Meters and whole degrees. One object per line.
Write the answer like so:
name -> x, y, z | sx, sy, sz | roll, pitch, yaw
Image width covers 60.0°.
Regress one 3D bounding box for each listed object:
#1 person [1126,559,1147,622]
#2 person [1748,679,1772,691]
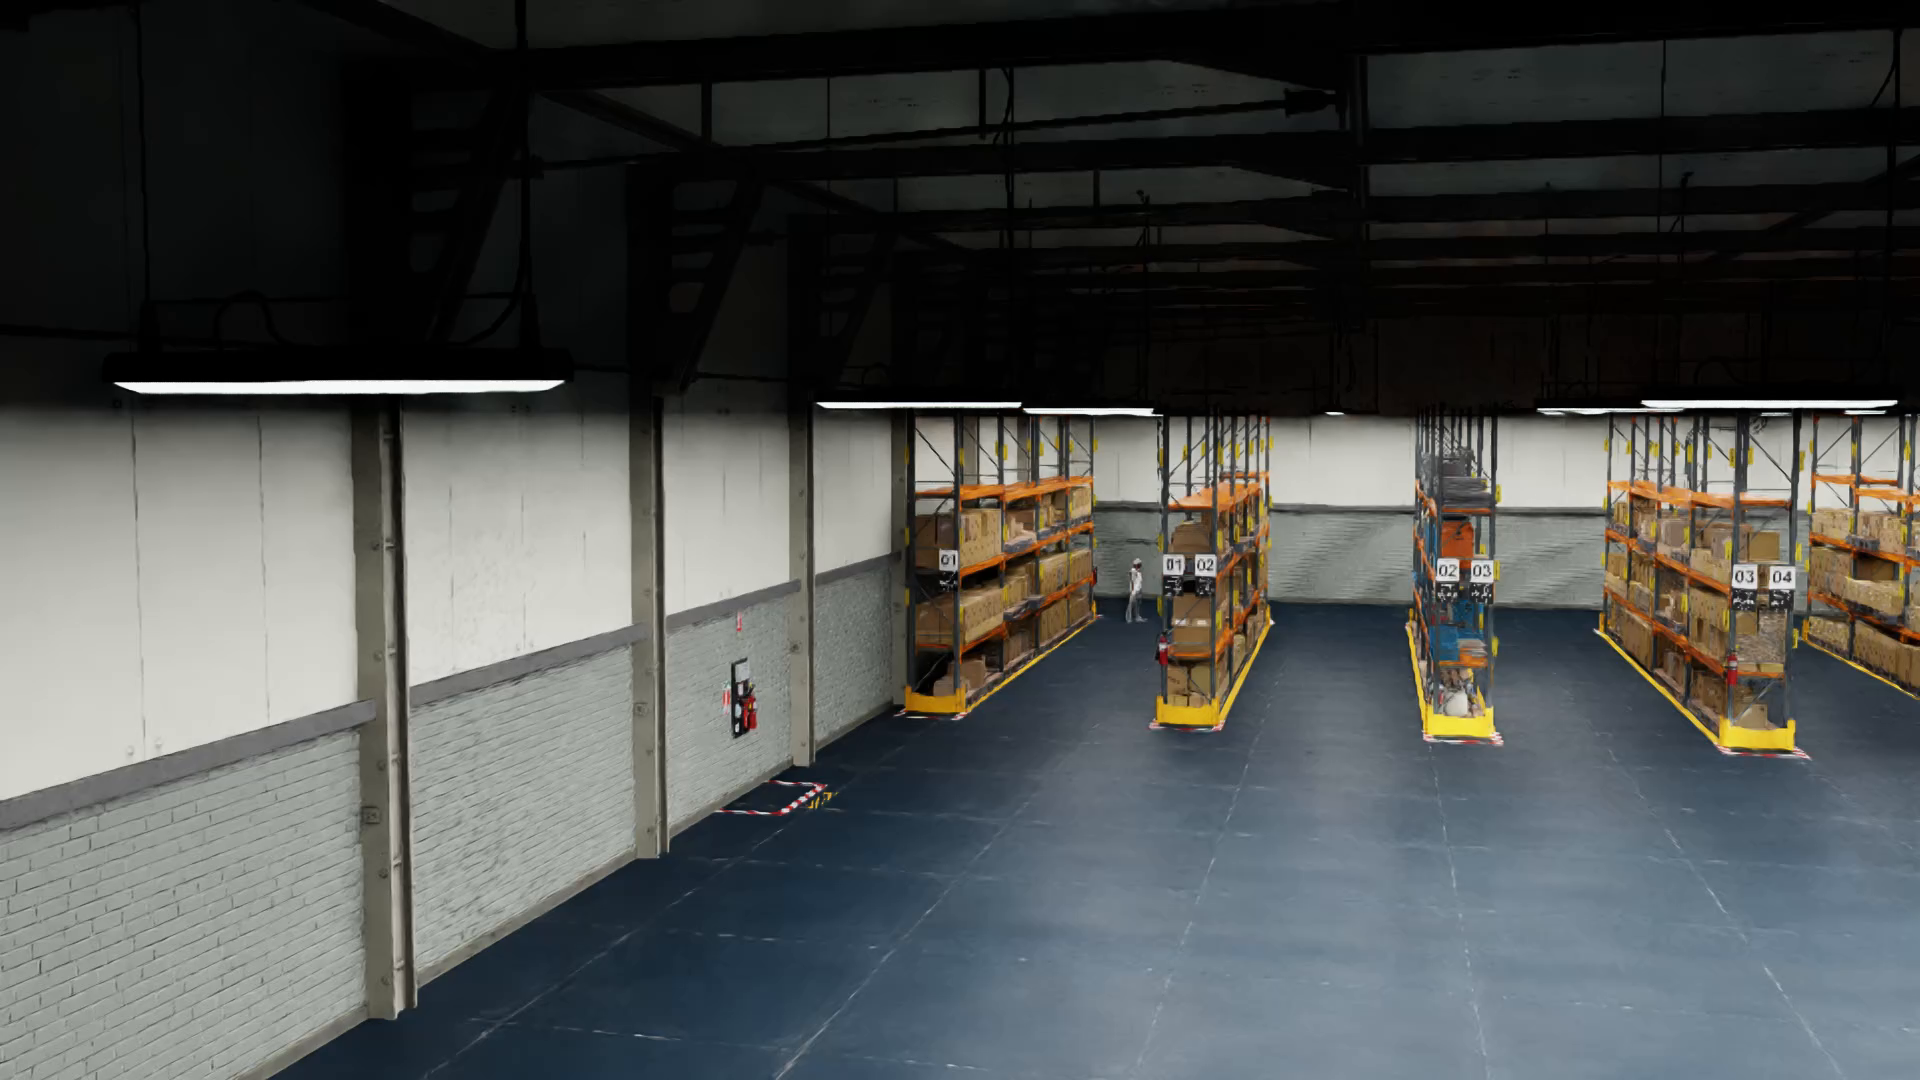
person -> 4.958, 1.415, 46.861 | 0.511, 1.785, 0.656 | 2, 4, 22
person -> 16.841, 2.337, 34.857 | 0.719, 1.714, 0.578 | 1, 4, 12
